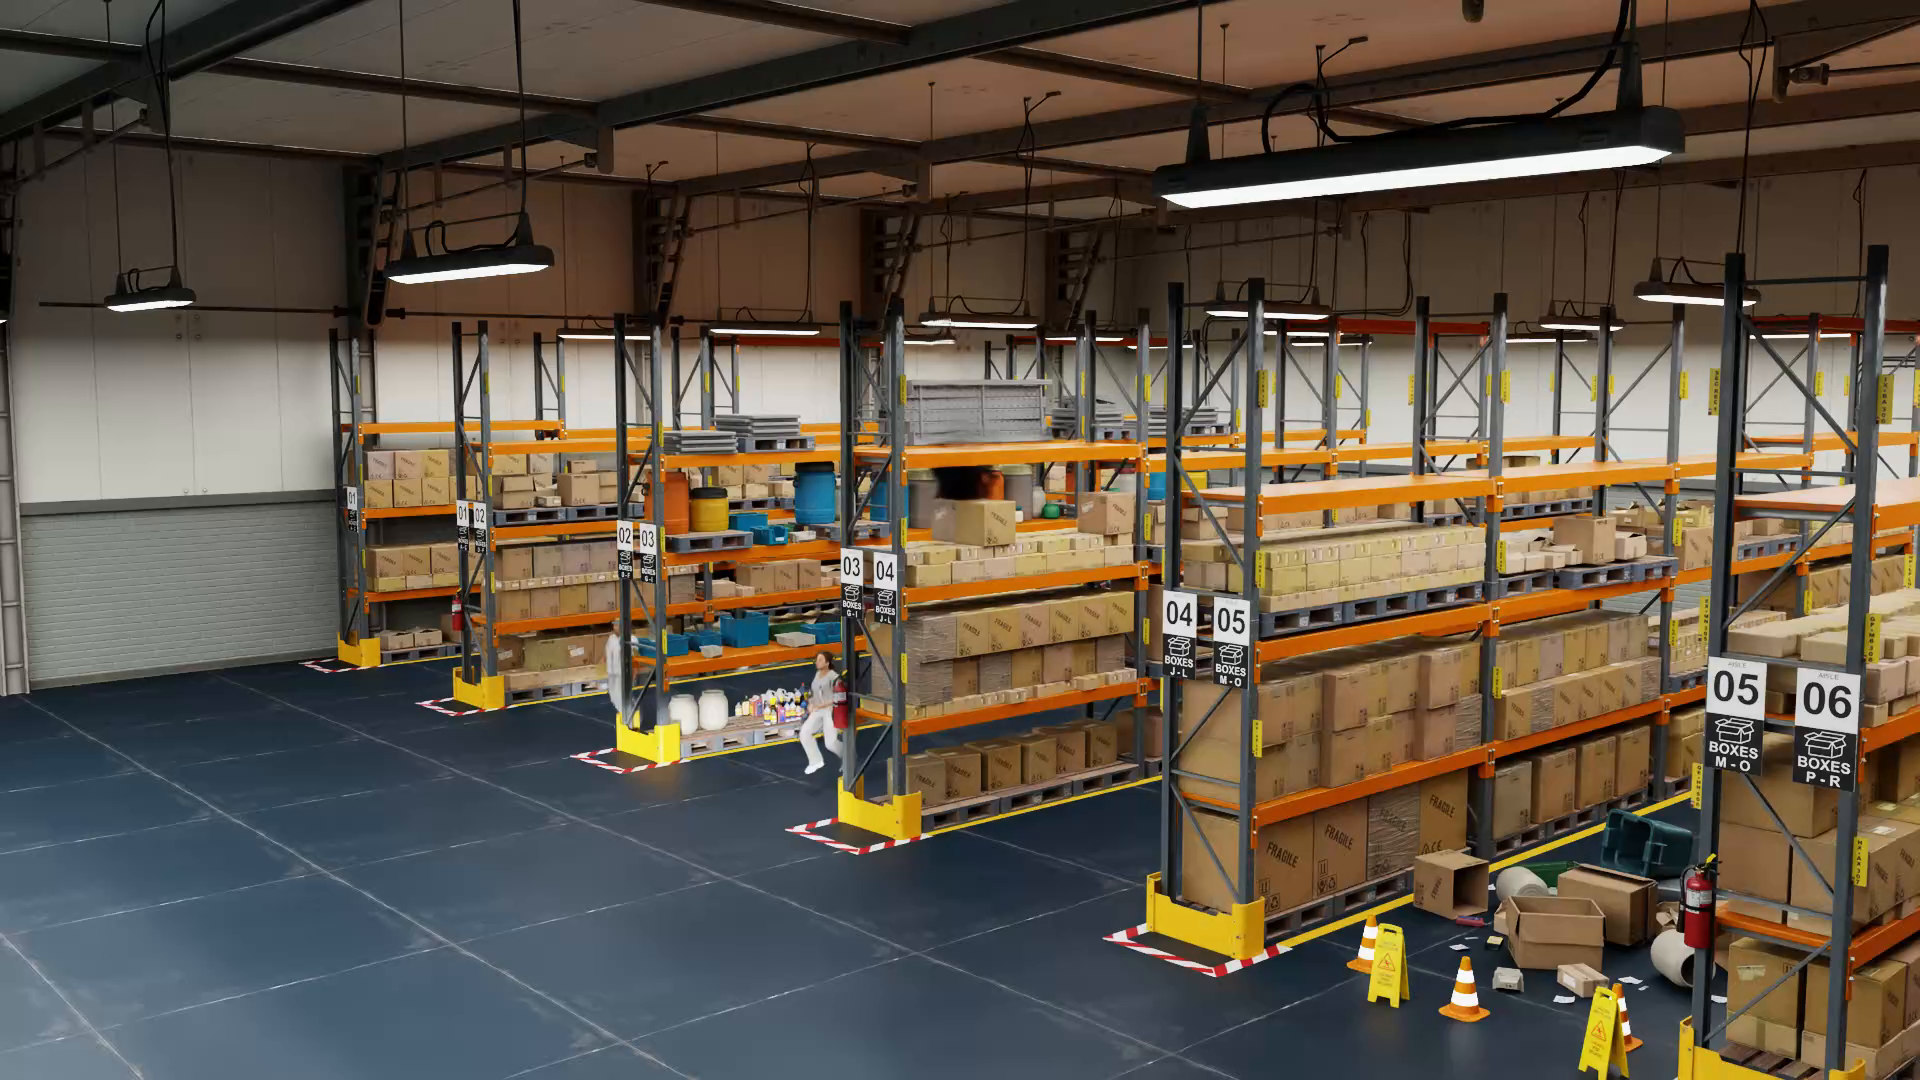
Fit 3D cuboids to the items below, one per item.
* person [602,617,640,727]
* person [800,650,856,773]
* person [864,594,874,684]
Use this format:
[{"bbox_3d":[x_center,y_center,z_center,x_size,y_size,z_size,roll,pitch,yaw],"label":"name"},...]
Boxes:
[{"bbox_3d":[-4.962,1.951,24.232,0.608,1.647,0.613,3,7,31],"label":"person"},{"bbox_3d":[-1.633,2.154,20.759,0.558,1.581,0.875,5,7,40],"label":"person"},{"bbox_3d":[-1.265,1.514,28.259,0.909,1.767,0.608,-6,8,-45],"label":"person"}]
